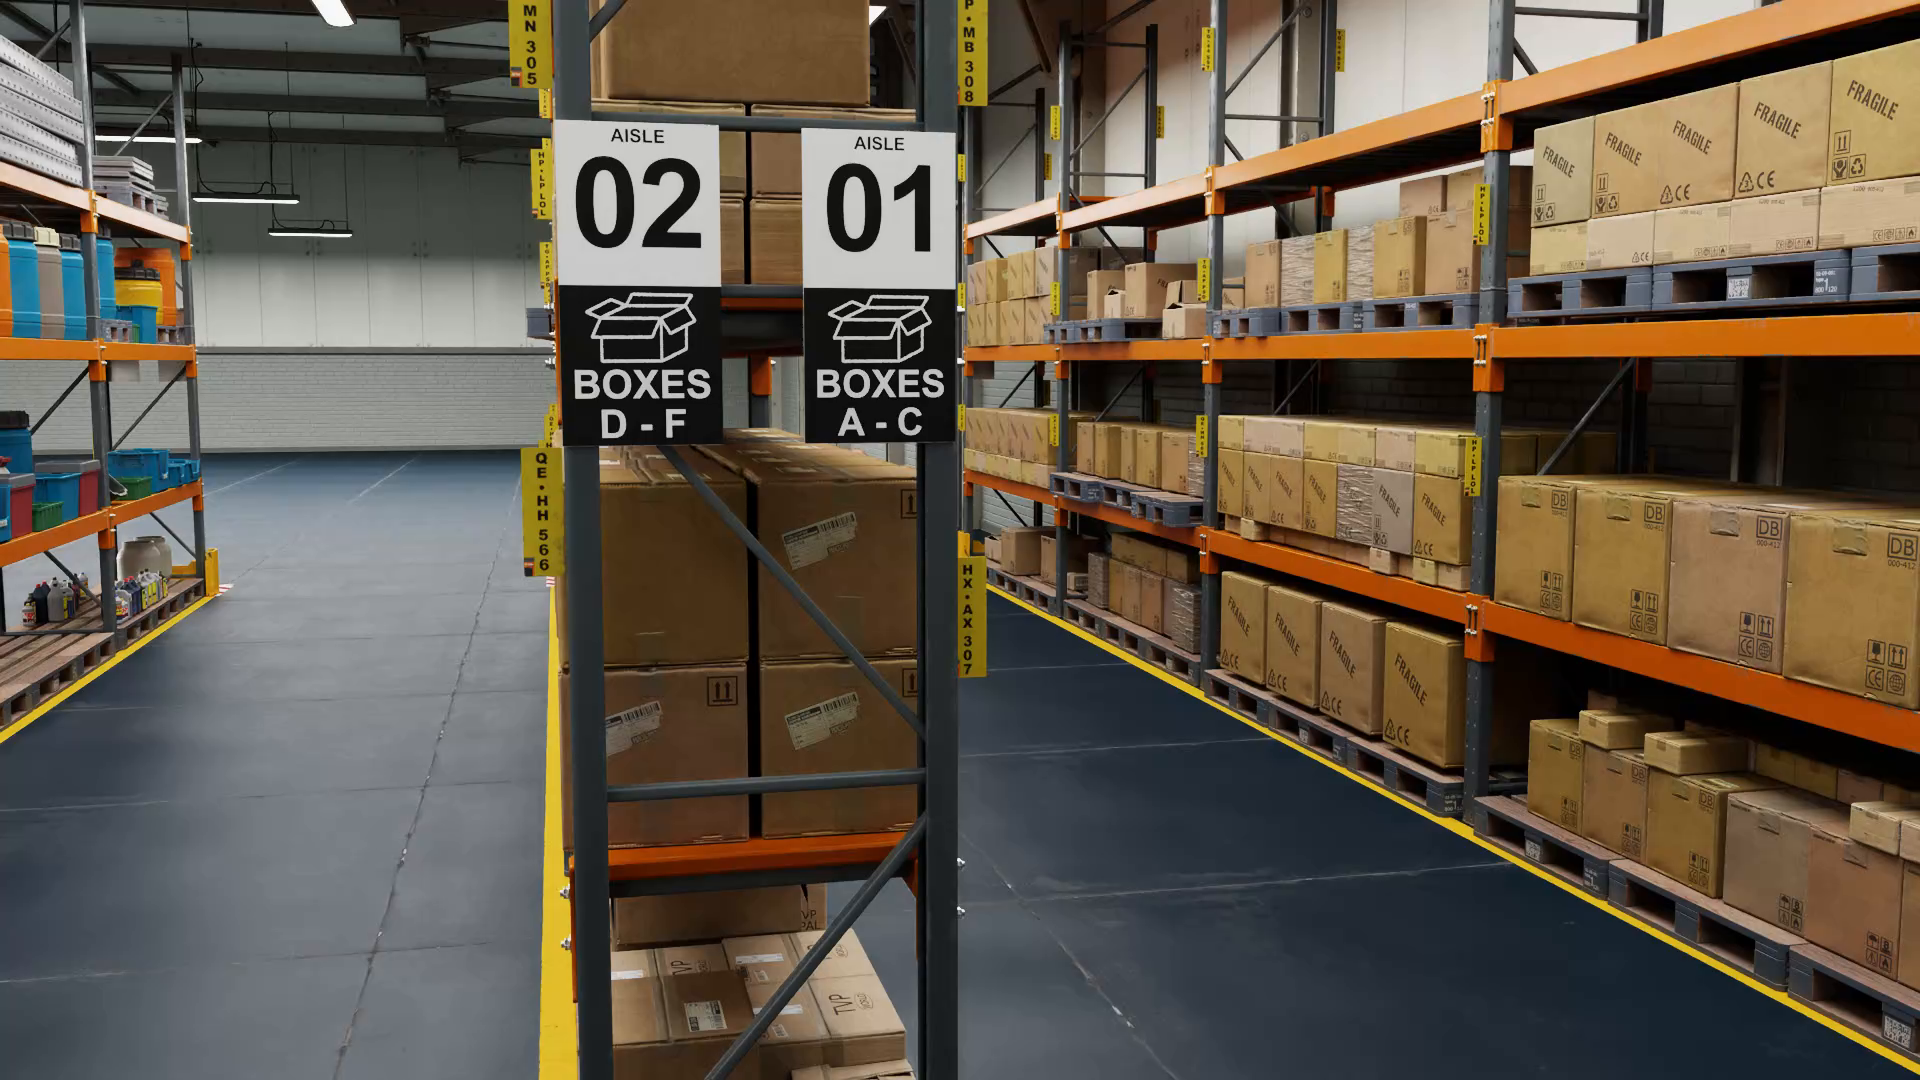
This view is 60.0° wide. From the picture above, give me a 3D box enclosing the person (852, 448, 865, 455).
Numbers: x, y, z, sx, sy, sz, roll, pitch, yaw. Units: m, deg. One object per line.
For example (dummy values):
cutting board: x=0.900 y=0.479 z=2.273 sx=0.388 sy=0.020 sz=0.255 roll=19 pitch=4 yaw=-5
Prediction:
person: x=-1.020 y=-0.114 z=17.628 sx=0.418 sy=1.721 sz=0.580 roll=-1 pitch=6 yaw=-13
